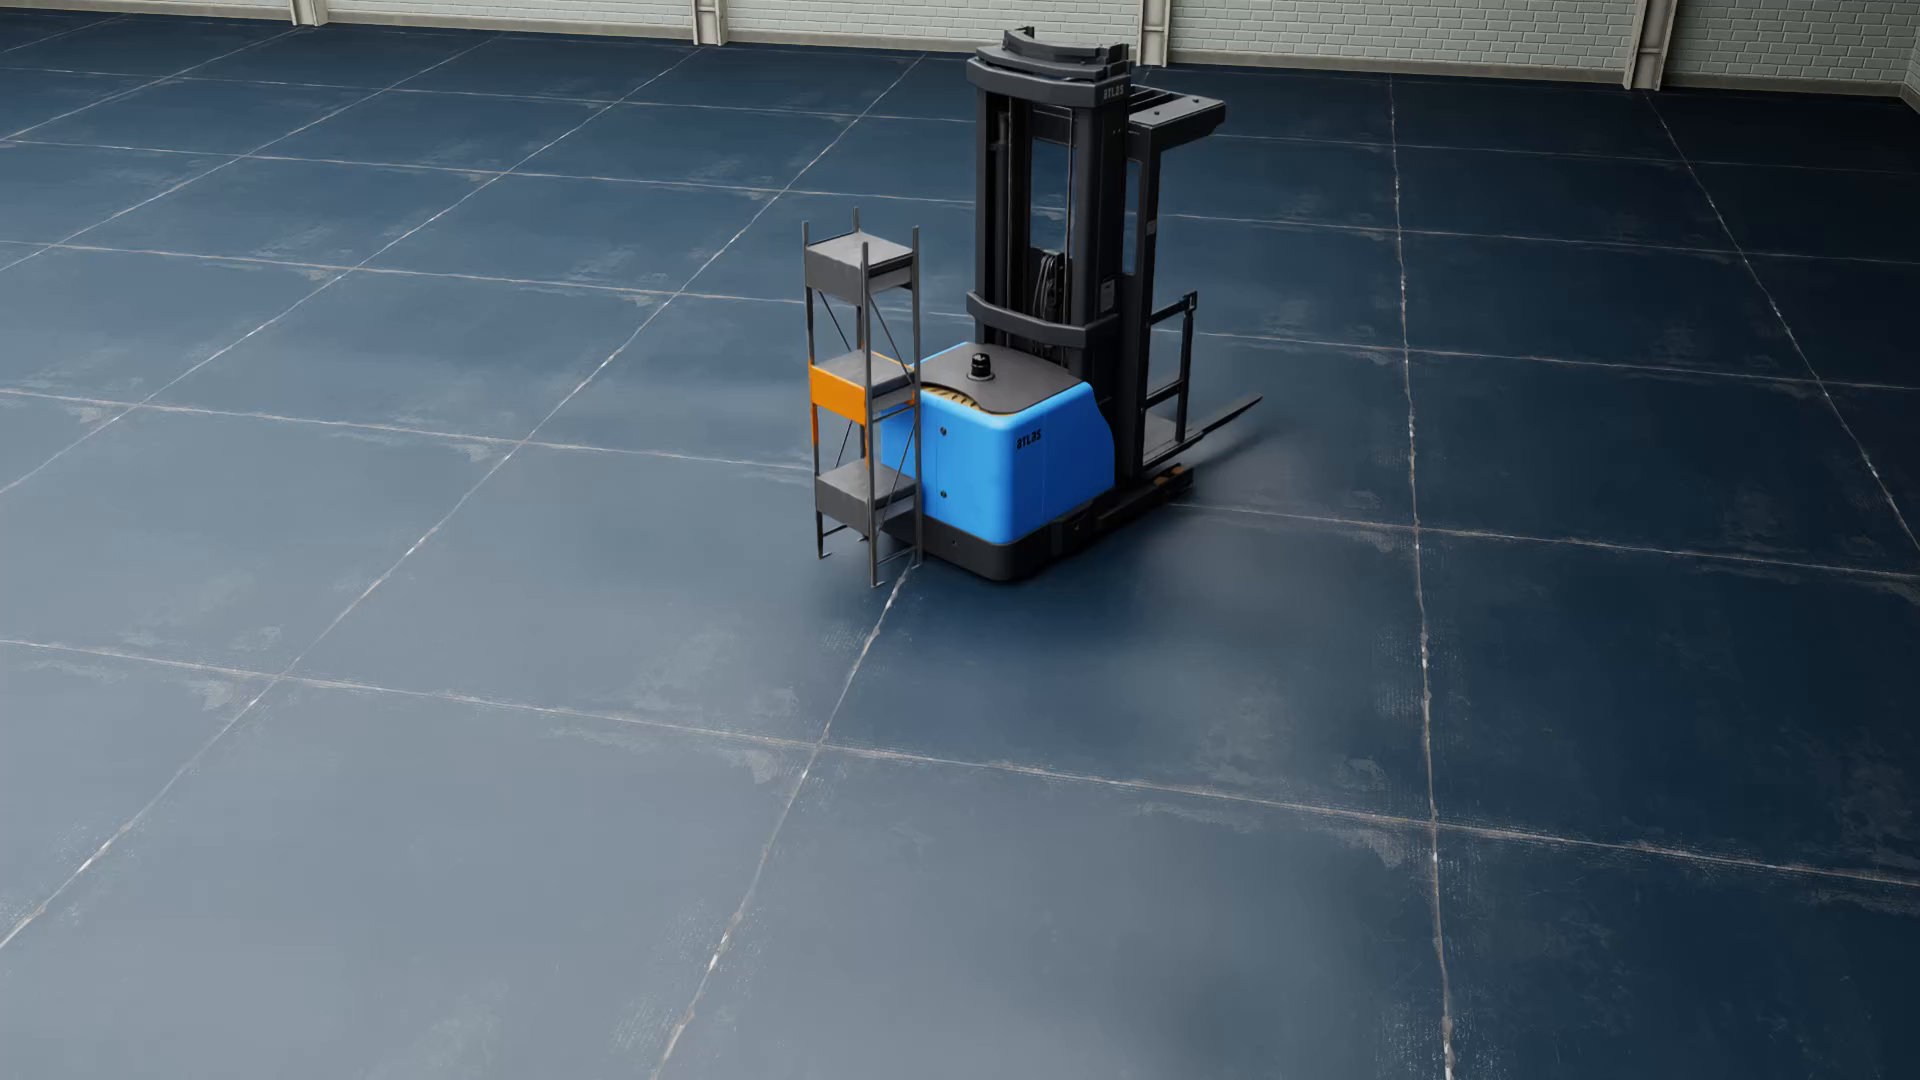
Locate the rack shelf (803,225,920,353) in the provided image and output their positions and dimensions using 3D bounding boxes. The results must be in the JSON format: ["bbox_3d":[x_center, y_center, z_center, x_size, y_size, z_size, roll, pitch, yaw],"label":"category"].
[{"bbox_3d":[-0.542,-1.390,9.173,0.431,0.518,0.480,-25,37,-38],"label":"rack shelf"}]

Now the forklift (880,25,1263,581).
[{"bbox_3d":[0.867,-1.672,10.252,1.130,2.935,3.031,23,36,36],"label":"forklift"}]

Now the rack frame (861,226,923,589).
[{"bbox_3d":[-0.371,-0.704,9.350,0.400,2.100,0.015,-25,37,-38],"label":"rack frame"}]

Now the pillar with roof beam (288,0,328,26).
[{"bbox_3d":[-10.146,-9.291,17.849,0.400,9.000,9.100,6,29,11],"label":"pillar with roof beam"}]

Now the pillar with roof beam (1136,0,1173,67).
[{"bbox_3d":[1.590,-8.087,15.651,0.400,9.000,9.100,6,29,11],"label":"pillar with roof beam"}]

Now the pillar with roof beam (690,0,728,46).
[{"bbox_3d":[-4.278,-8.689,16.750,0.400,9.000,9.100,6,29,11],"label":"pillar with roof beam"}]

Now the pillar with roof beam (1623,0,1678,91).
[{"bbox_3d":[7.457,-7.486,14.552,0.400,9.000,9.100,6,29,11],"label":"pillar with roof beam"}]

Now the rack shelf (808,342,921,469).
[{"bbox_3d":[-0.542,-0.776,9.509,0.431,0.518,0.480,-25,37,-38],"label":"rack shelf"}]

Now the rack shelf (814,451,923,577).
[{"bbox_3d":[-0.542,-0.162,9.846,0.431,0.518,0.480,-25,37,-38],"label":"rack shelf"}]

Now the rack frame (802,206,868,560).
[{"bbox_3d":[-0.712,-0.872,9.656,0.400,2.100,0.015,-25,37,-38],"label":"rack frame"}]

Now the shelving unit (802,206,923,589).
[{"bbox_3d":[-0.542,-0.788,9.503,0.431,2.100,0.503,-25,37,-38],"label":"shelving unit"}]
